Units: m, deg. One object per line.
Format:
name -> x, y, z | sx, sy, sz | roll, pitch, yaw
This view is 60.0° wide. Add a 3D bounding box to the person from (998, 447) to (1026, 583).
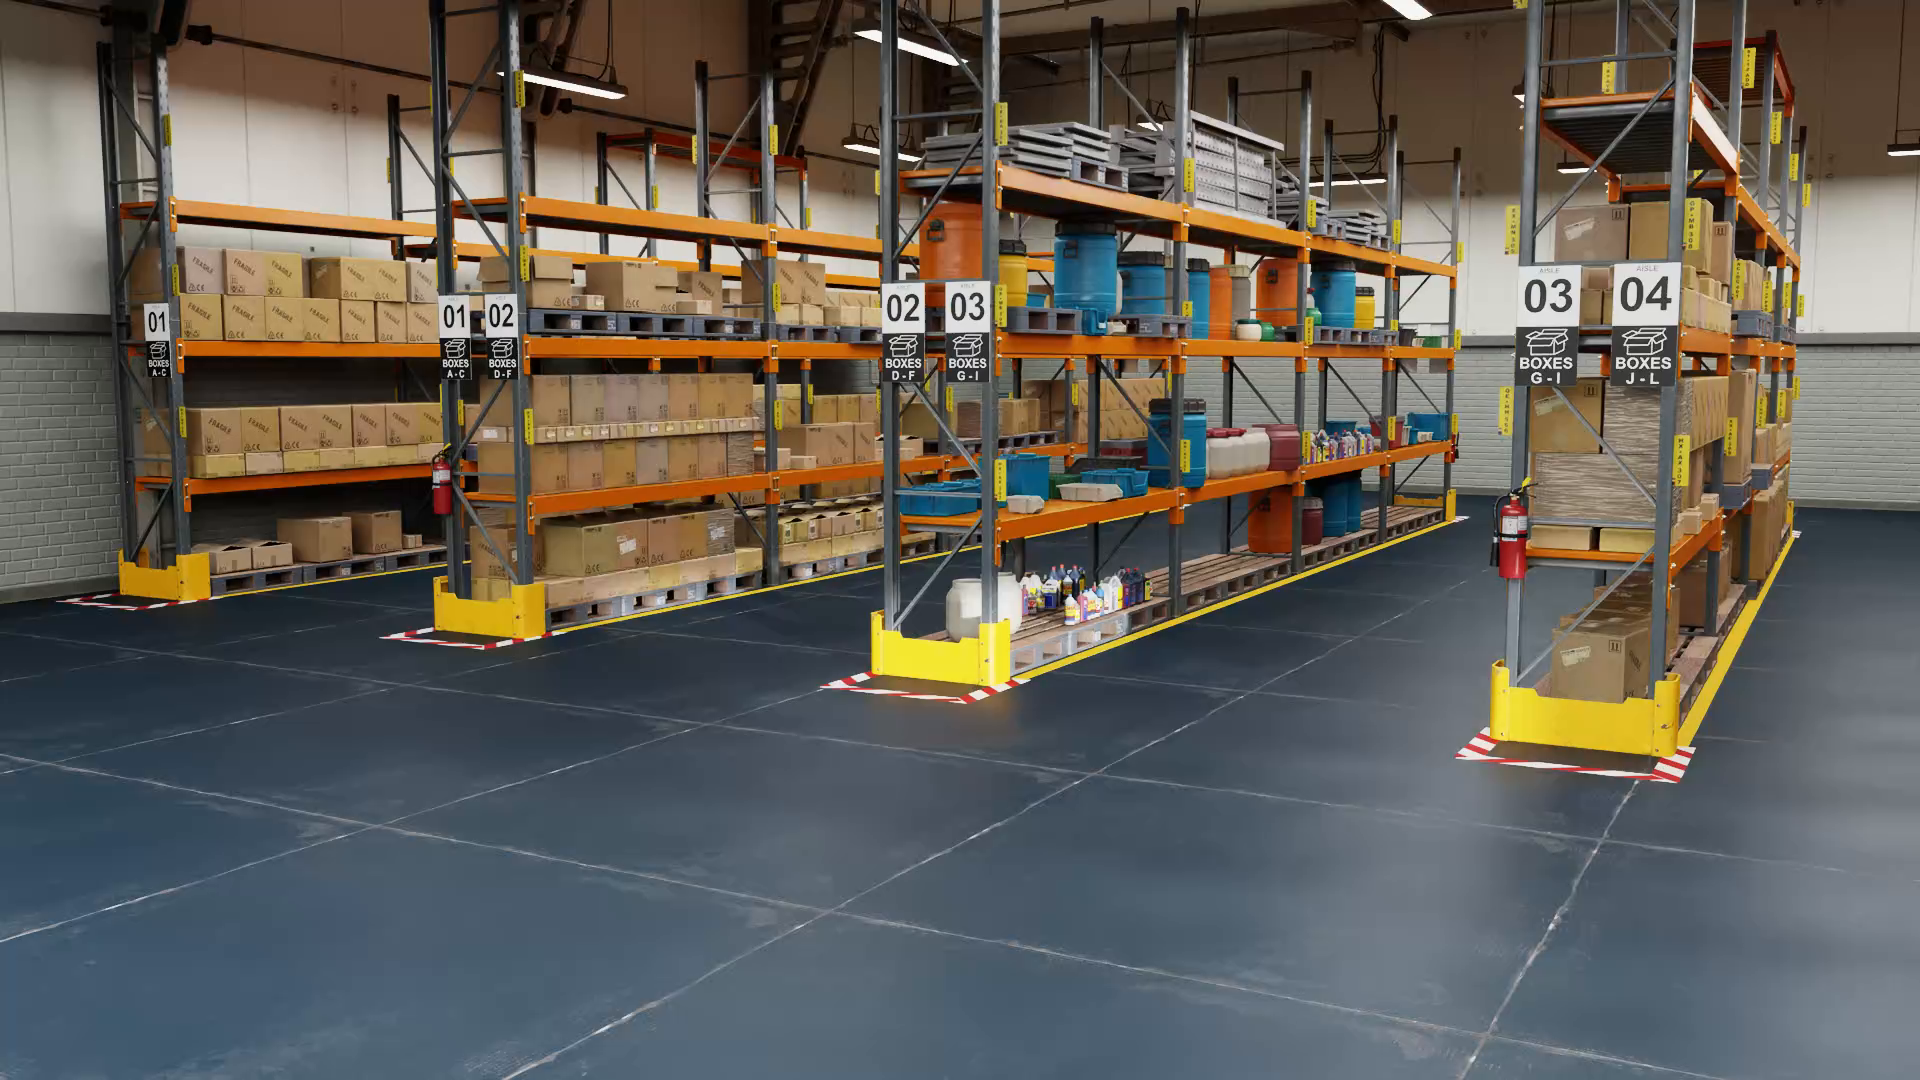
person -> 0.531, -0.184, 18.126 | 0.512, 1.654, 0.352 | 3, 7, 28
